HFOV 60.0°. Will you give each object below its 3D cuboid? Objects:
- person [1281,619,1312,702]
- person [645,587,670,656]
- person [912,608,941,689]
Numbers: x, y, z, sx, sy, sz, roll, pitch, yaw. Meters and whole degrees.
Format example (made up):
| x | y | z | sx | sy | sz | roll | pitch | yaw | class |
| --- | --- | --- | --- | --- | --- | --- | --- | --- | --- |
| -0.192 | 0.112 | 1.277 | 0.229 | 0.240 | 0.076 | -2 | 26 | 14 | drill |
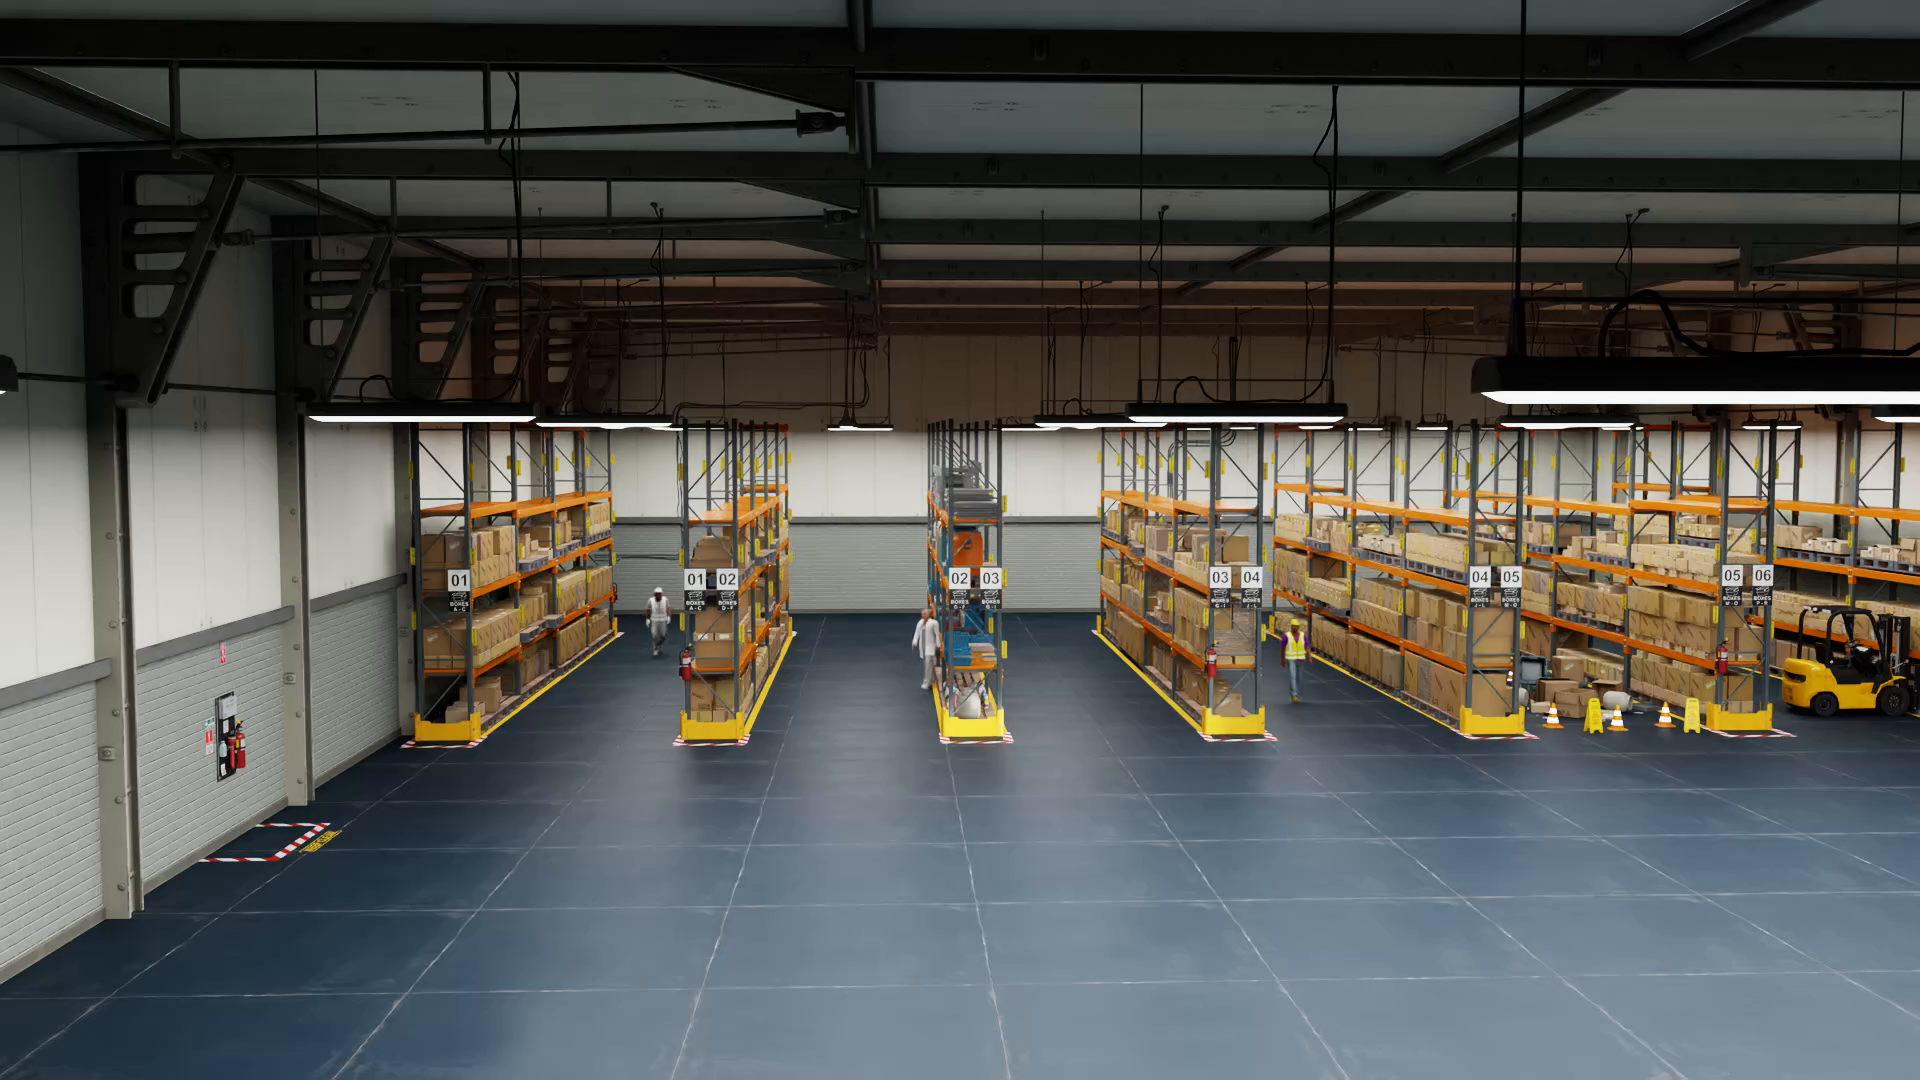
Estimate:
| x | y | z | sx | sy | sz | roll | pitch | yaw | class |
| --- | --- | --- | --- | --- | --- | --- | --- | --- | --- |
| 7.210 | 2.565 | 35.603 | 0.594 | 1.729 | 0.972 | 0 | 4 | -5 | person |
| -7.847 | 2.092 | 43.130 | 0.658 | 1.757 | 0.636 | -1 | 4 | -16 | person |
| -0.760 | 2.425 | 37.551 | 0.647 | 1.755 | 0.915 | 3 | 5 | 40 | person |
